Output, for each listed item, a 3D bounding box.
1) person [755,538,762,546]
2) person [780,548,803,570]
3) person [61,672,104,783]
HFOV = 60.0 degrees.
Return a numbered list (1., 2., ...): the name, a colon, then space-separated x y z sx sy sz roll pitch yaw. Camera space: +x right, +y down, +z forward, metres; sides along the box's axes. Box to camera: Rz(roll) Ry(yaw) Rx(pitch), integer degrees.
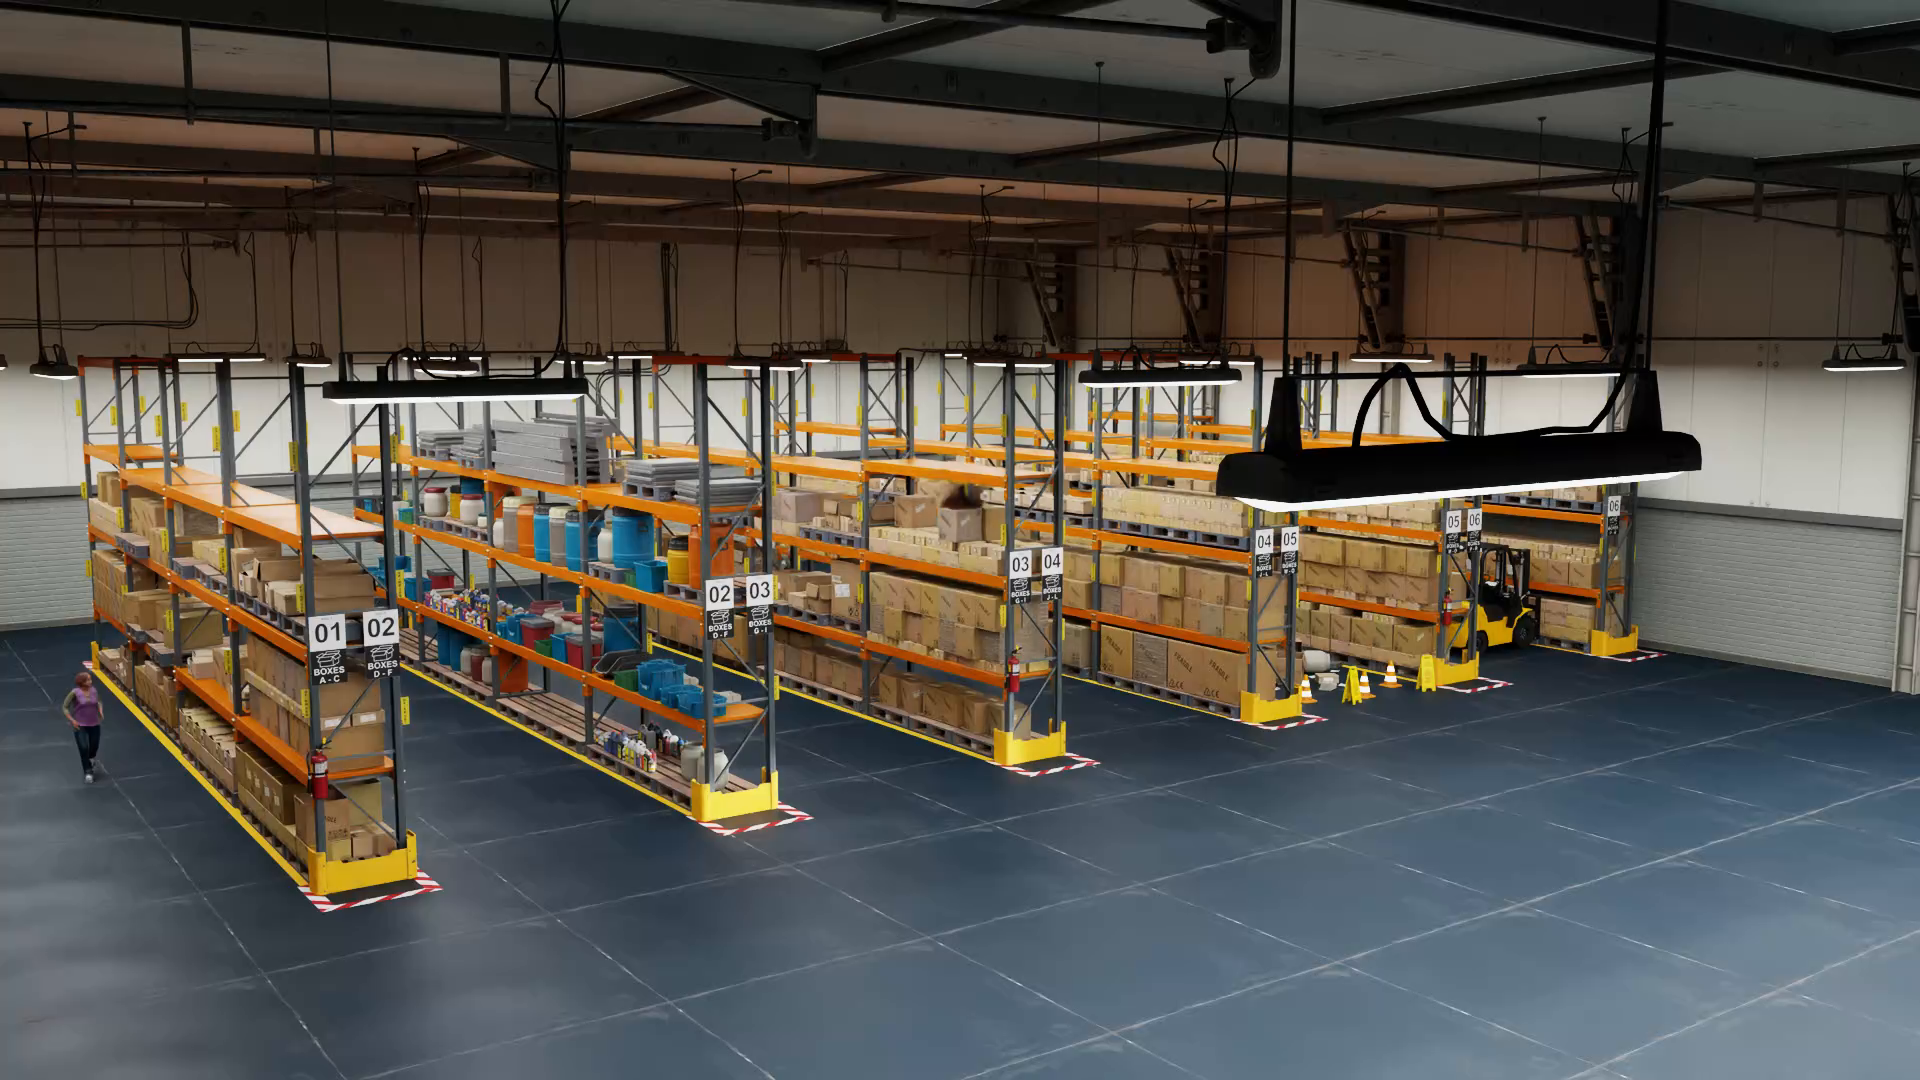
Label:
1. person: -5.163 0.215 43.444 0.455 1.678 0.422 1 7 11
2. person: -3.717 1.020 36.942 0.585 1.685 0.977 -4 8 -31
3. person: -12.634 2.672 23.949 0.538 1.590 0.648 -4 8 -33
